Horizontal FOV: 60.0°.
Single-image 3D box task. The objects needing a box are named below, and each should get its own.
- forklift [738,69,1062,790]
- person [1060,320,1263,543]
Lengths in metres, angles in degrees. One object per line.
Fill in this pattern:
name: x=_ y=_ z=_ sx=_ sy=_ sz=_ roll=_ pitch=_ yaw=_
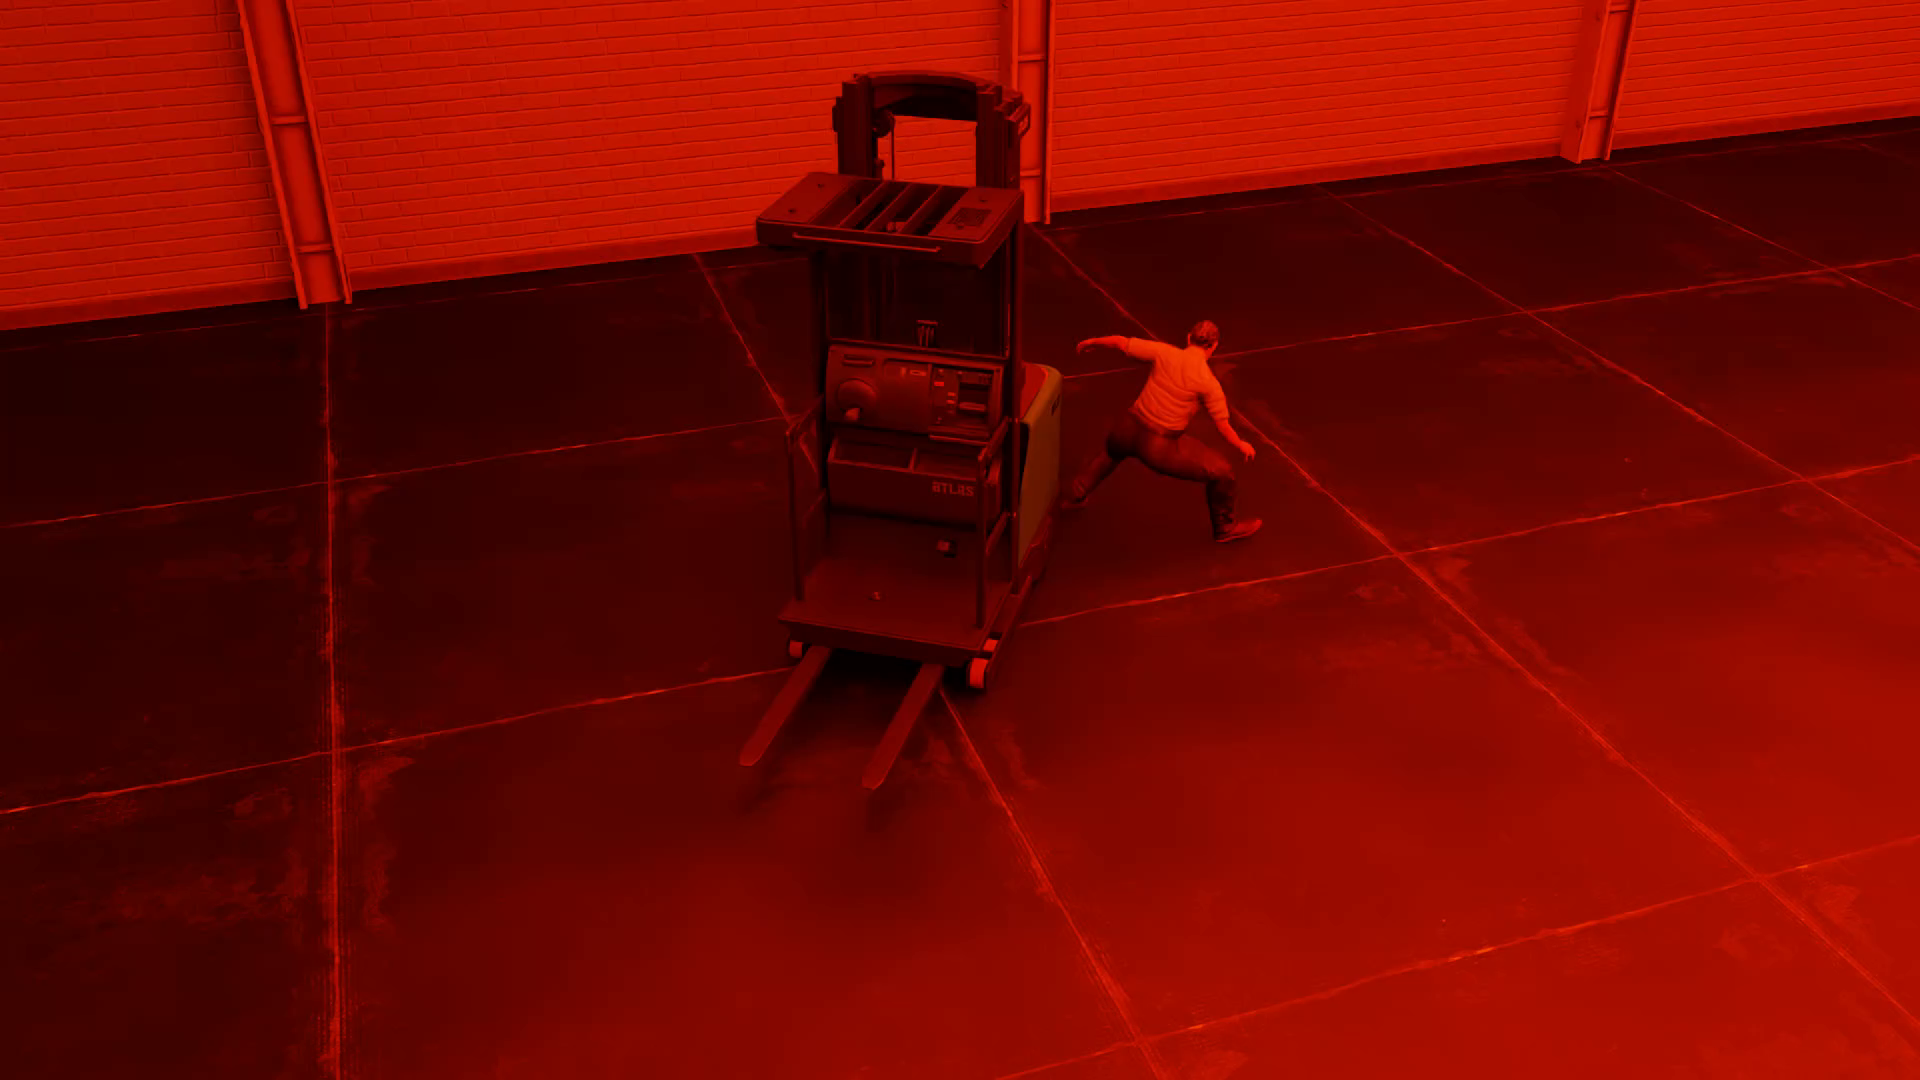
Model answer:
forklift: x=-0.295 y=-0.708 z=8.318 sx=1.130 sy=2.935 sz=3.031 roll=8 pitch=31 yaw=14
person: x=1.171 y=-0.644 z=9.809 sx=1.150 sy=1.358 sz=0.715 roll=25 pitch=38 yaw=36
